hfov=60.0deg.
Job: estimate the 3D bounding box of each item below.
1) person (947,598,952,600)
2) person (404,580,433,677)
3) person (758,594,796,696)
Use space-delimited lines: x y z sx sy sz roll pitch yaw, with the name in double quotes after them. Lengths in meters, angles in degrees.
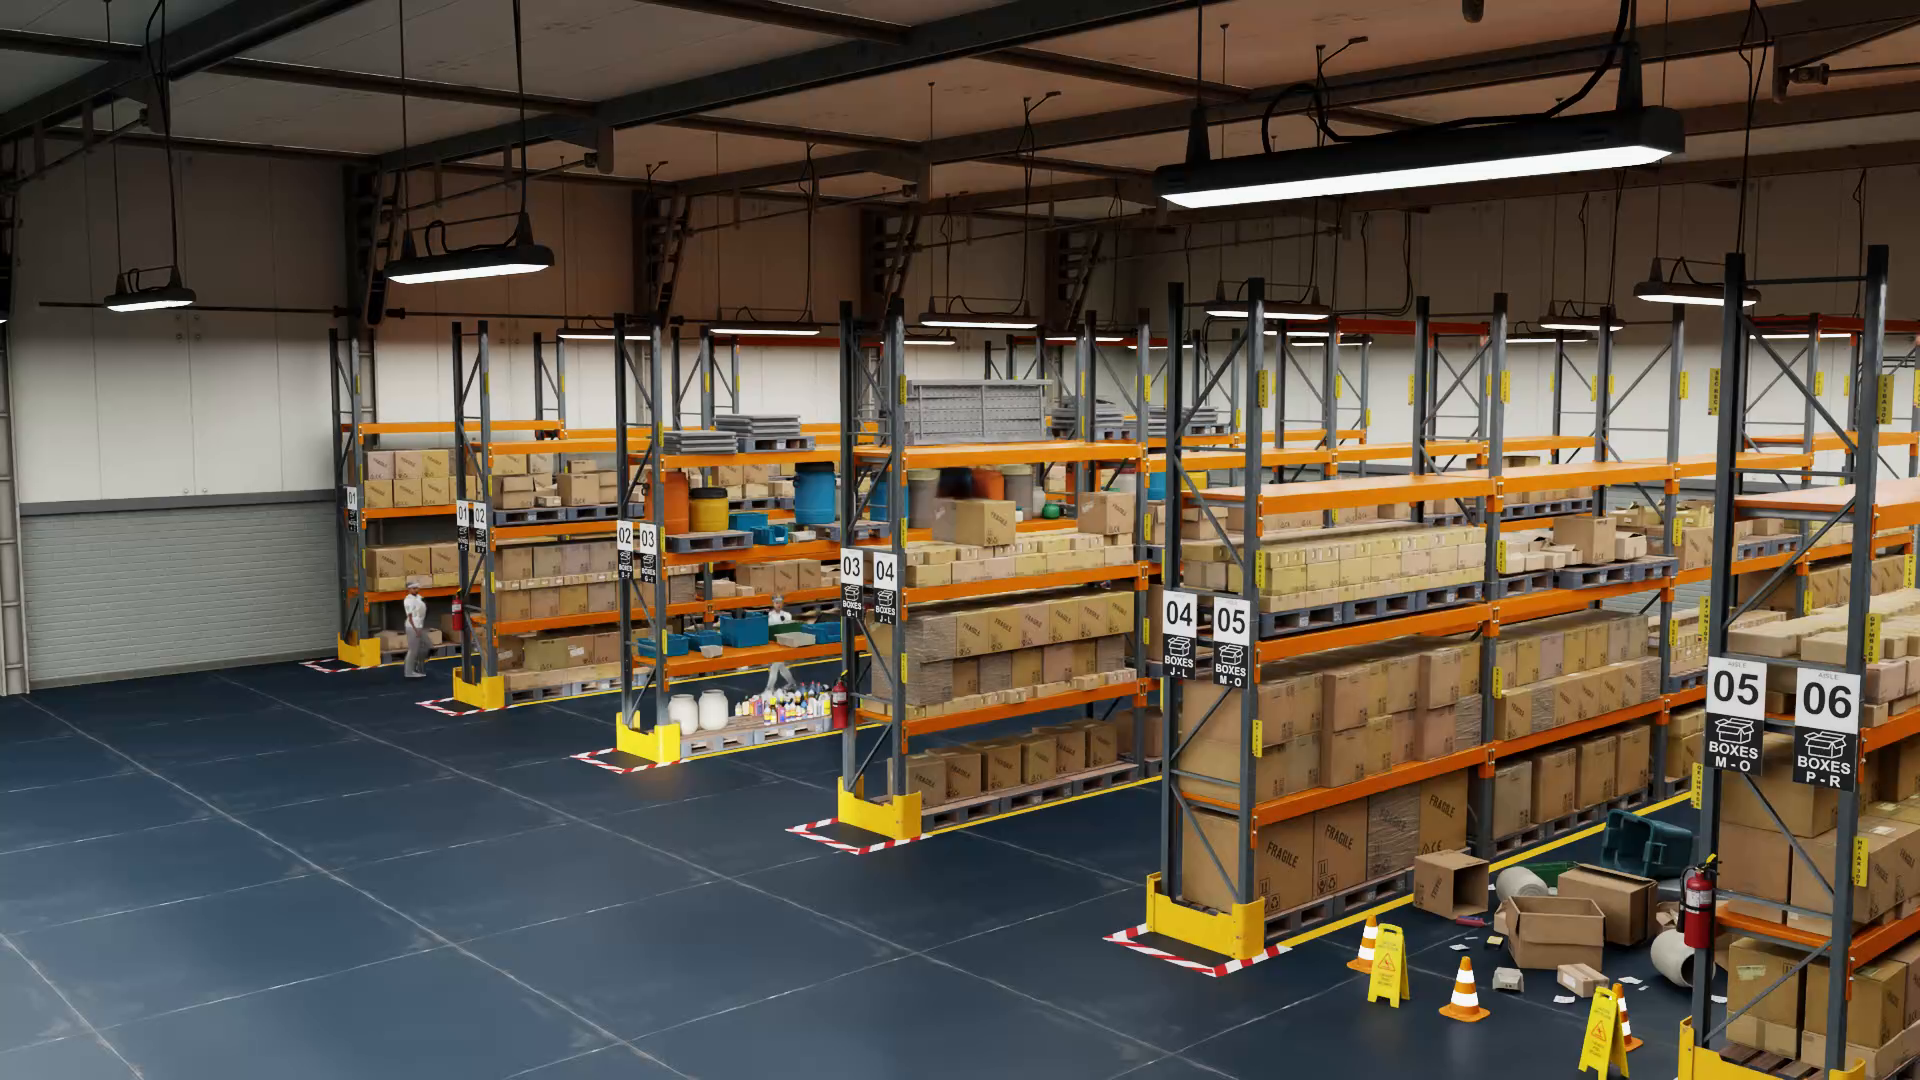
-0.099 1.543 28.537 0.996 1.603 0.408 -3 7 -30 "person"
-9.270 1.532 28.409 0.463 1.738 0.486 -1 6 -13 "person"
-2.974 1.689 26.868 0.434 1.639 0.980 5 8 42 "person"
